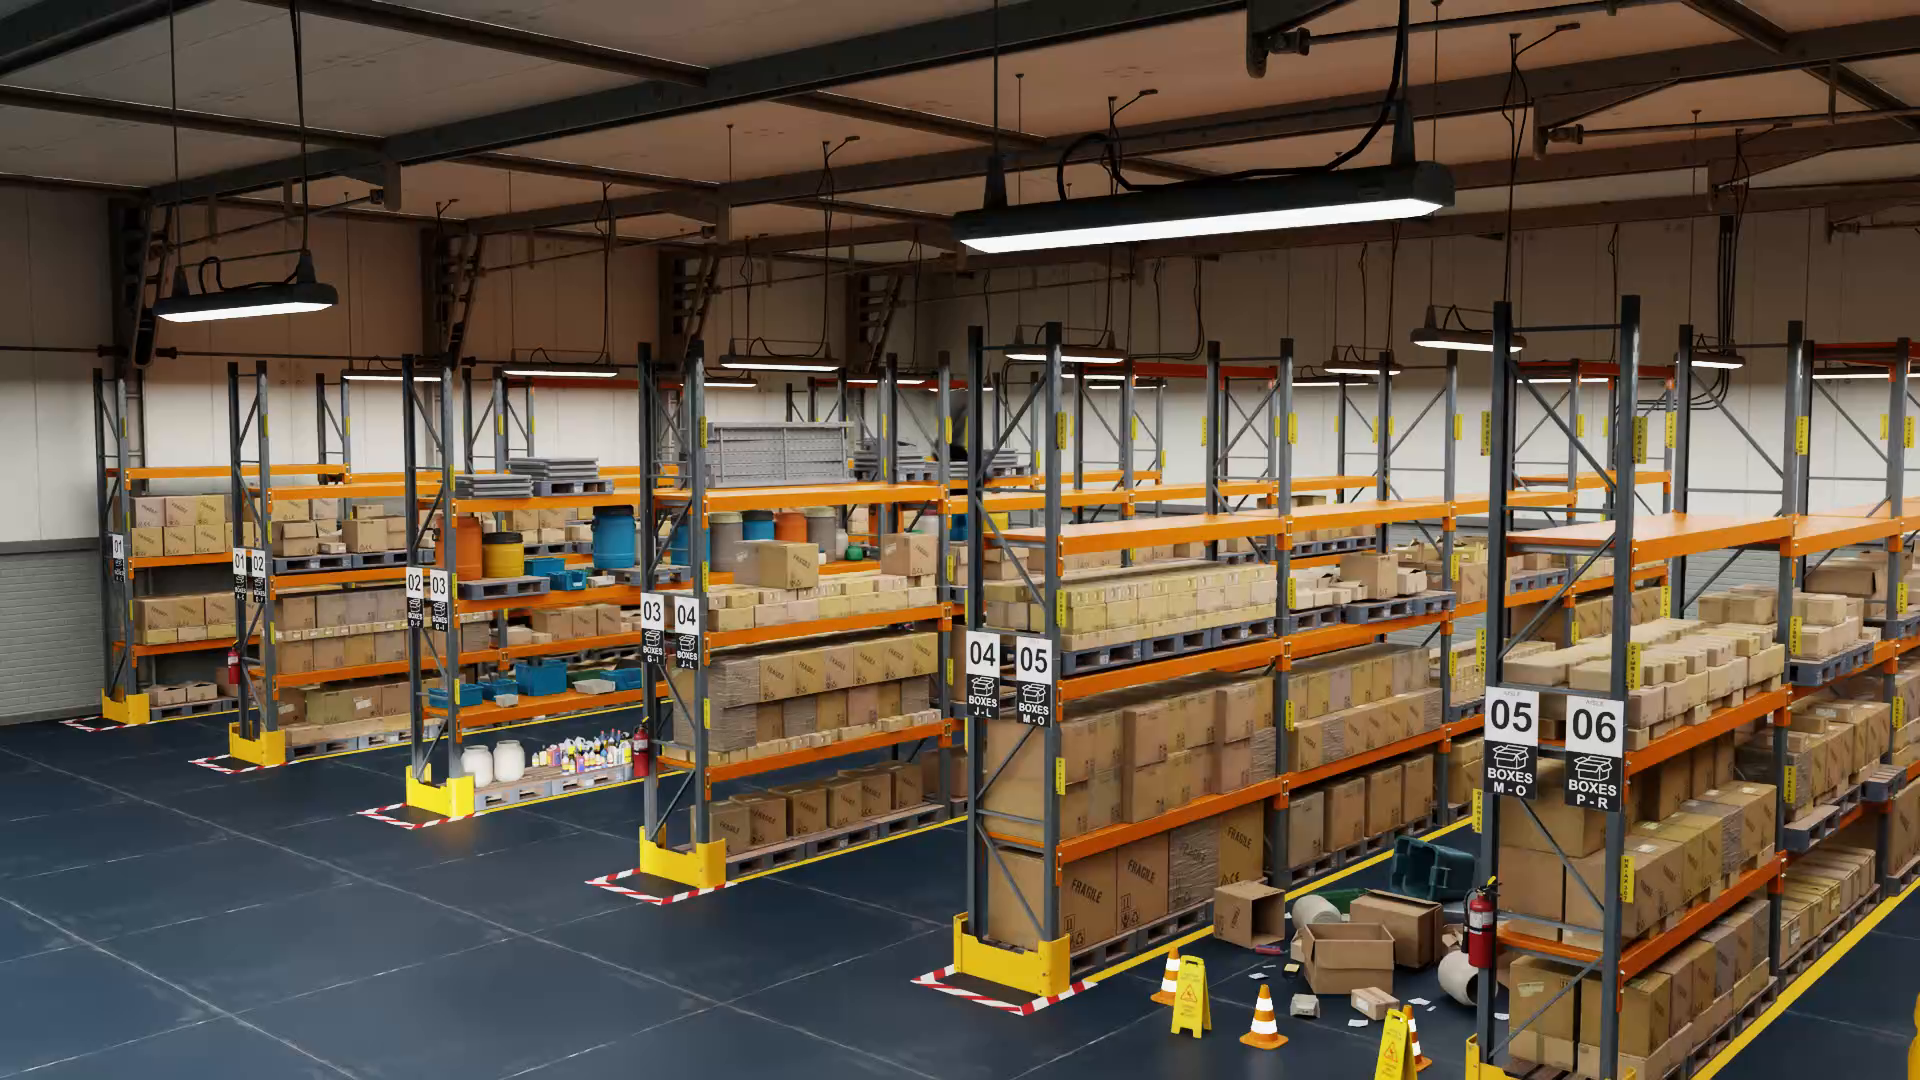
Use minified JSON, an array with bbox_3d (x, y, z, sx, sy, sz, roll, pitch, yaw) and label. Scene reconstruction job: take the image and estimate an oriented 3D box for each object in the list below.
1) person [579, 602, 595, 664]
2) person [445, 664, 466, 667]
[{"bbox_3d":[-7.083,2.007,31.707,0.632,1.661,0.861,3,5,39],"label":"person"},{"bbox_3d":[-8.878,2.185,29.388,0.618,1.681,0.827,3,5,37],"label":"person"}]
